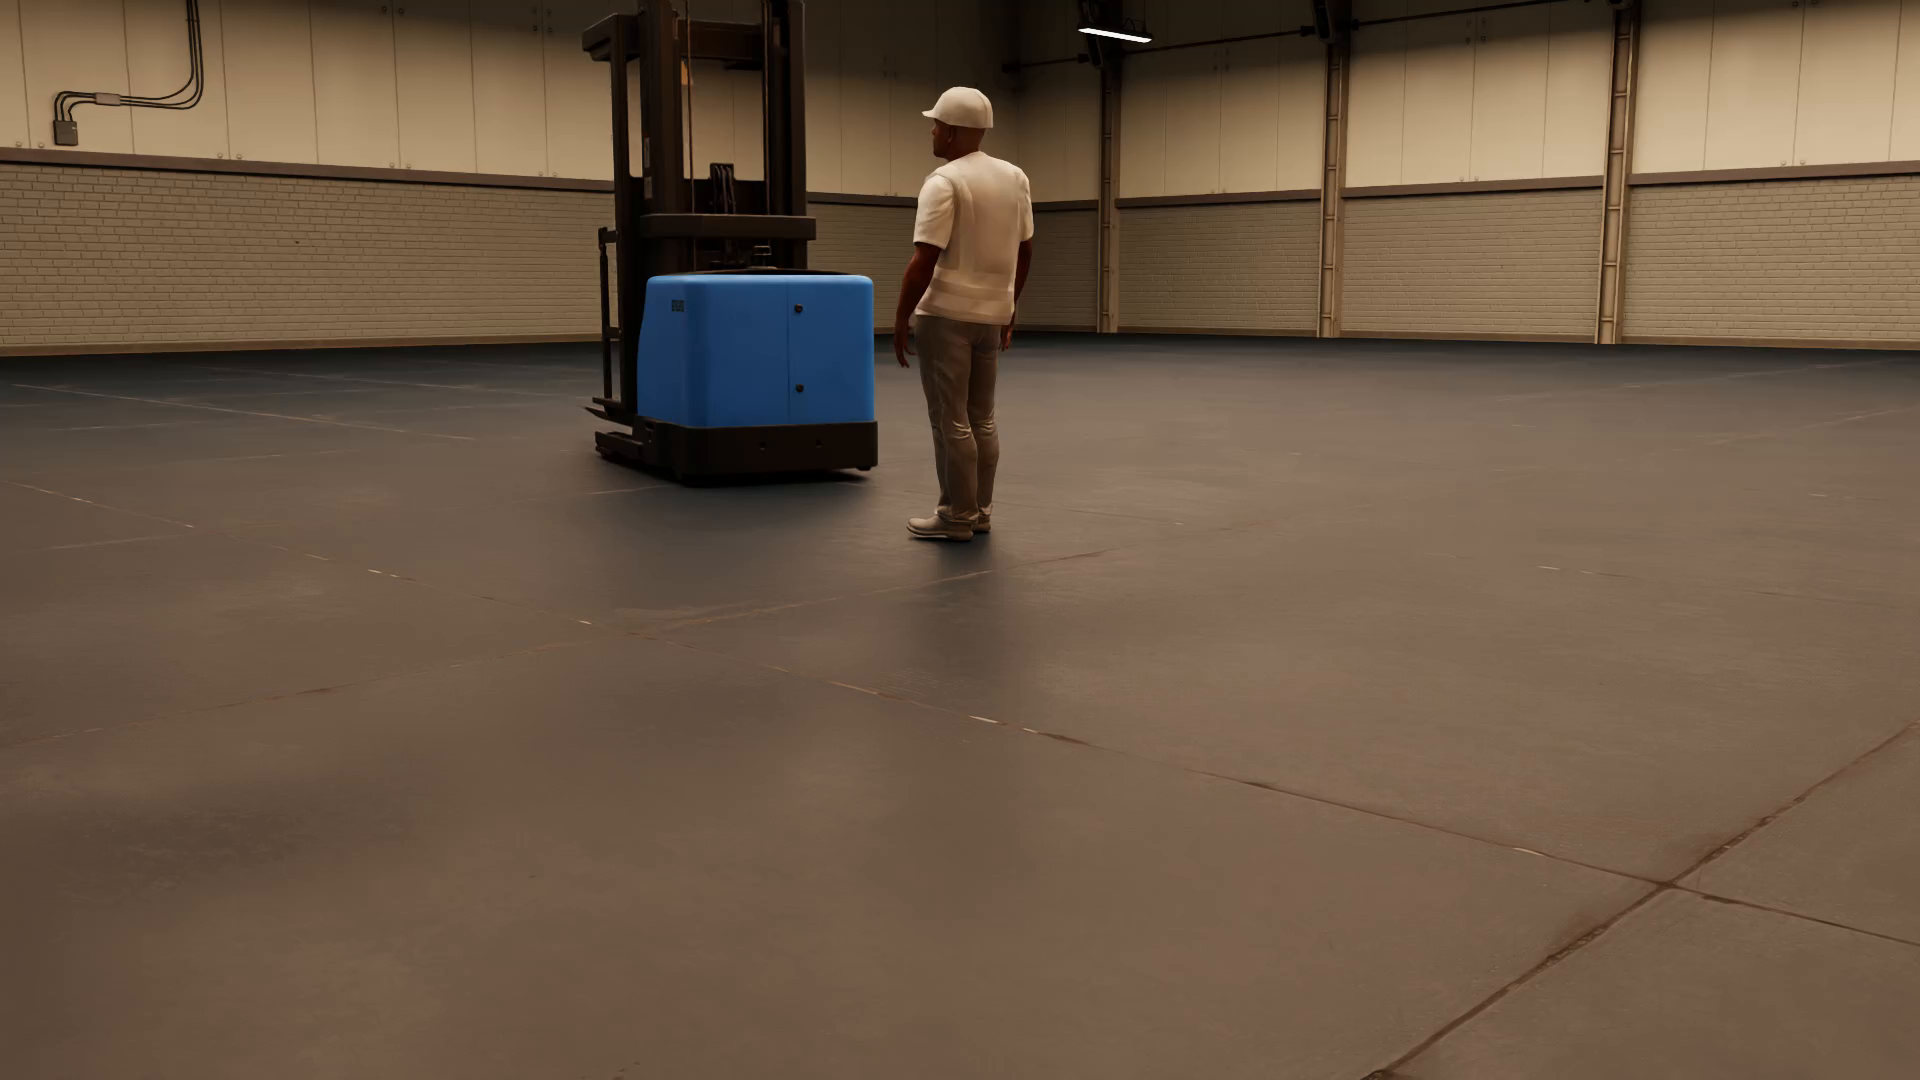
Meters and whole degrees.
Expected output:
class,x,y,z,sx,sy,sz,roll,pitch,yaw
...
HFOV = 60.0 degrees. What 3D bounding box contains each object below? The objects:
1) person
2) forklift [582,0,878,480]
class,x,y,z,sx,sy,sz,roll,pitch,yaw
person,-0.045,-0.888,6.637,0.577,1.765,0.665,8,12,43
forklift,-1.538,-1.937,9.737,1.130,2.935,3.031,-4,10,-26
